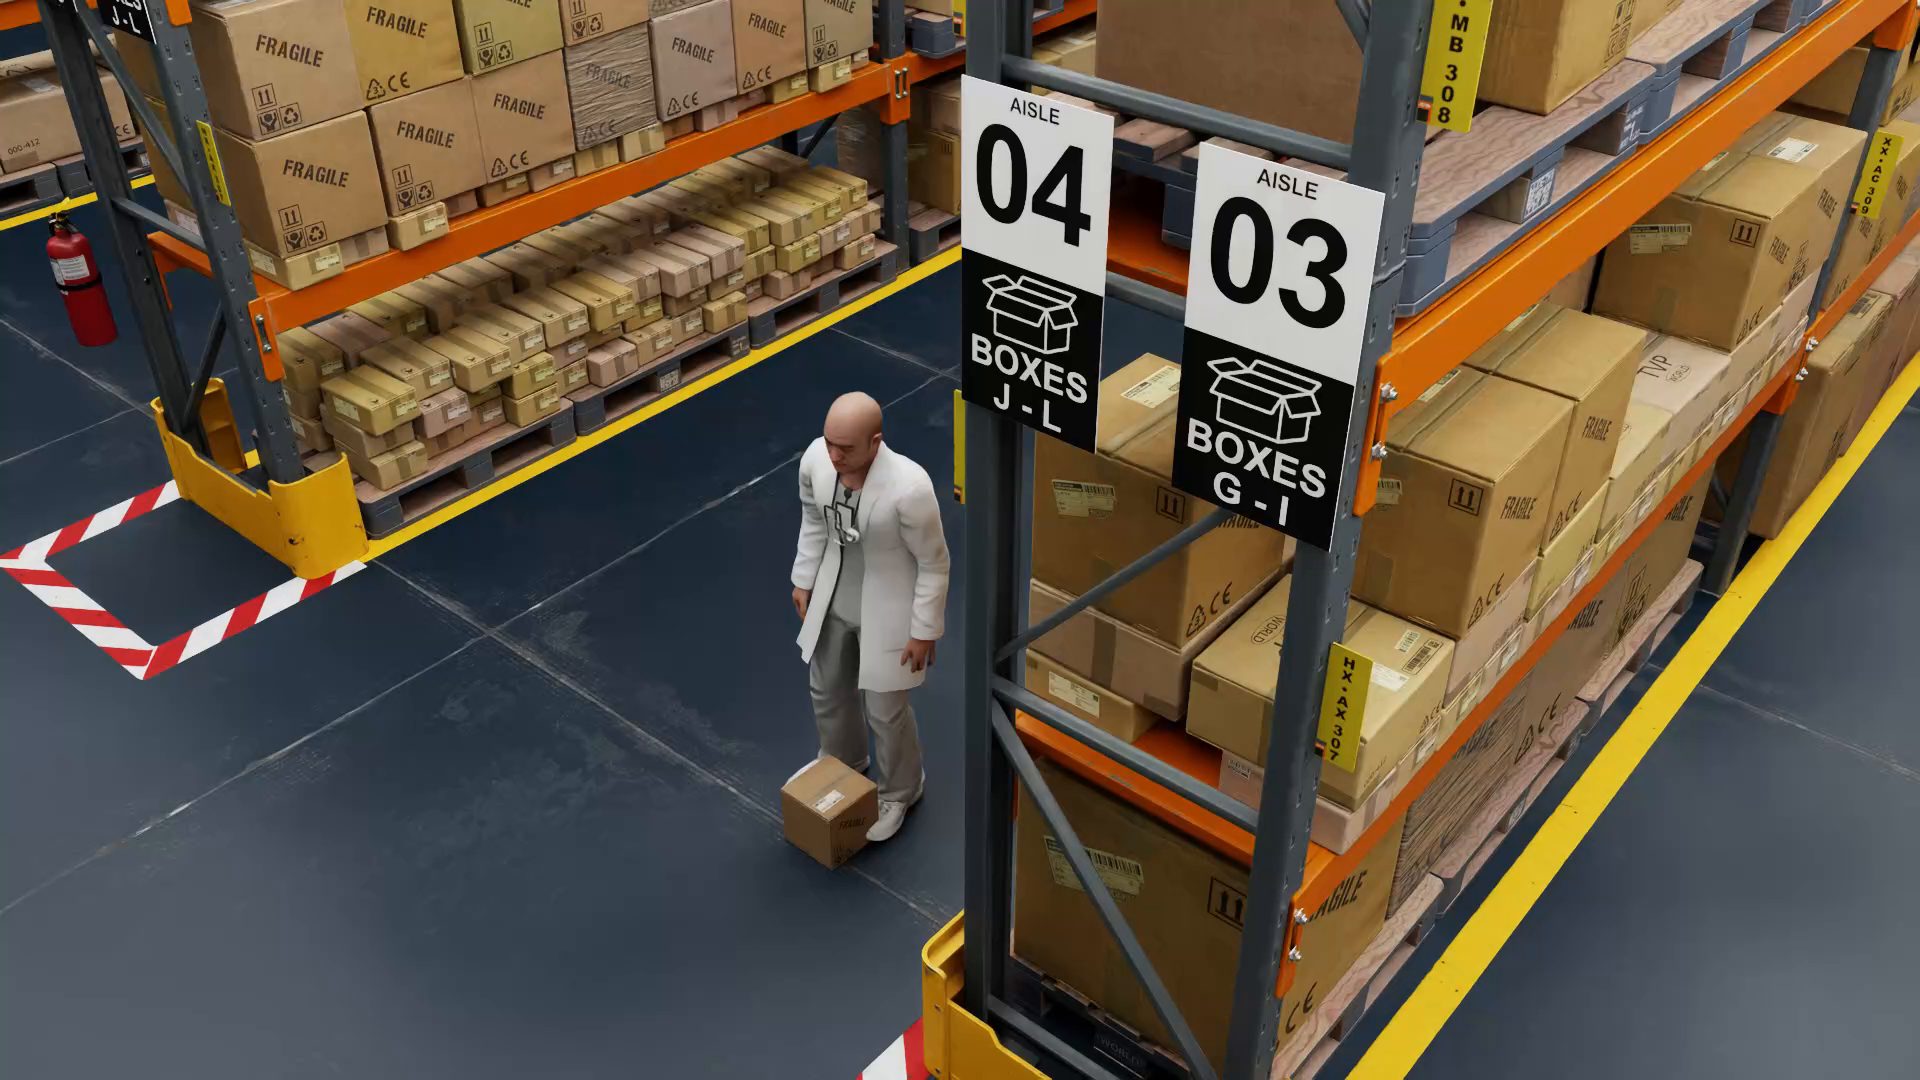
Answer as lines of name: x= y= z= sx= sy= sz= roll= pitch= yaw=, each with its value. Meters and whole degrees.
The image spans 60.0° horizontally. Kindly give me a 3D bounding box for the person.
person: x=-0.331 y=0.245 z=5.804 sx=0.642 sy=1.772 sz=0.431 roll=23 pitch=40 yaw=29
